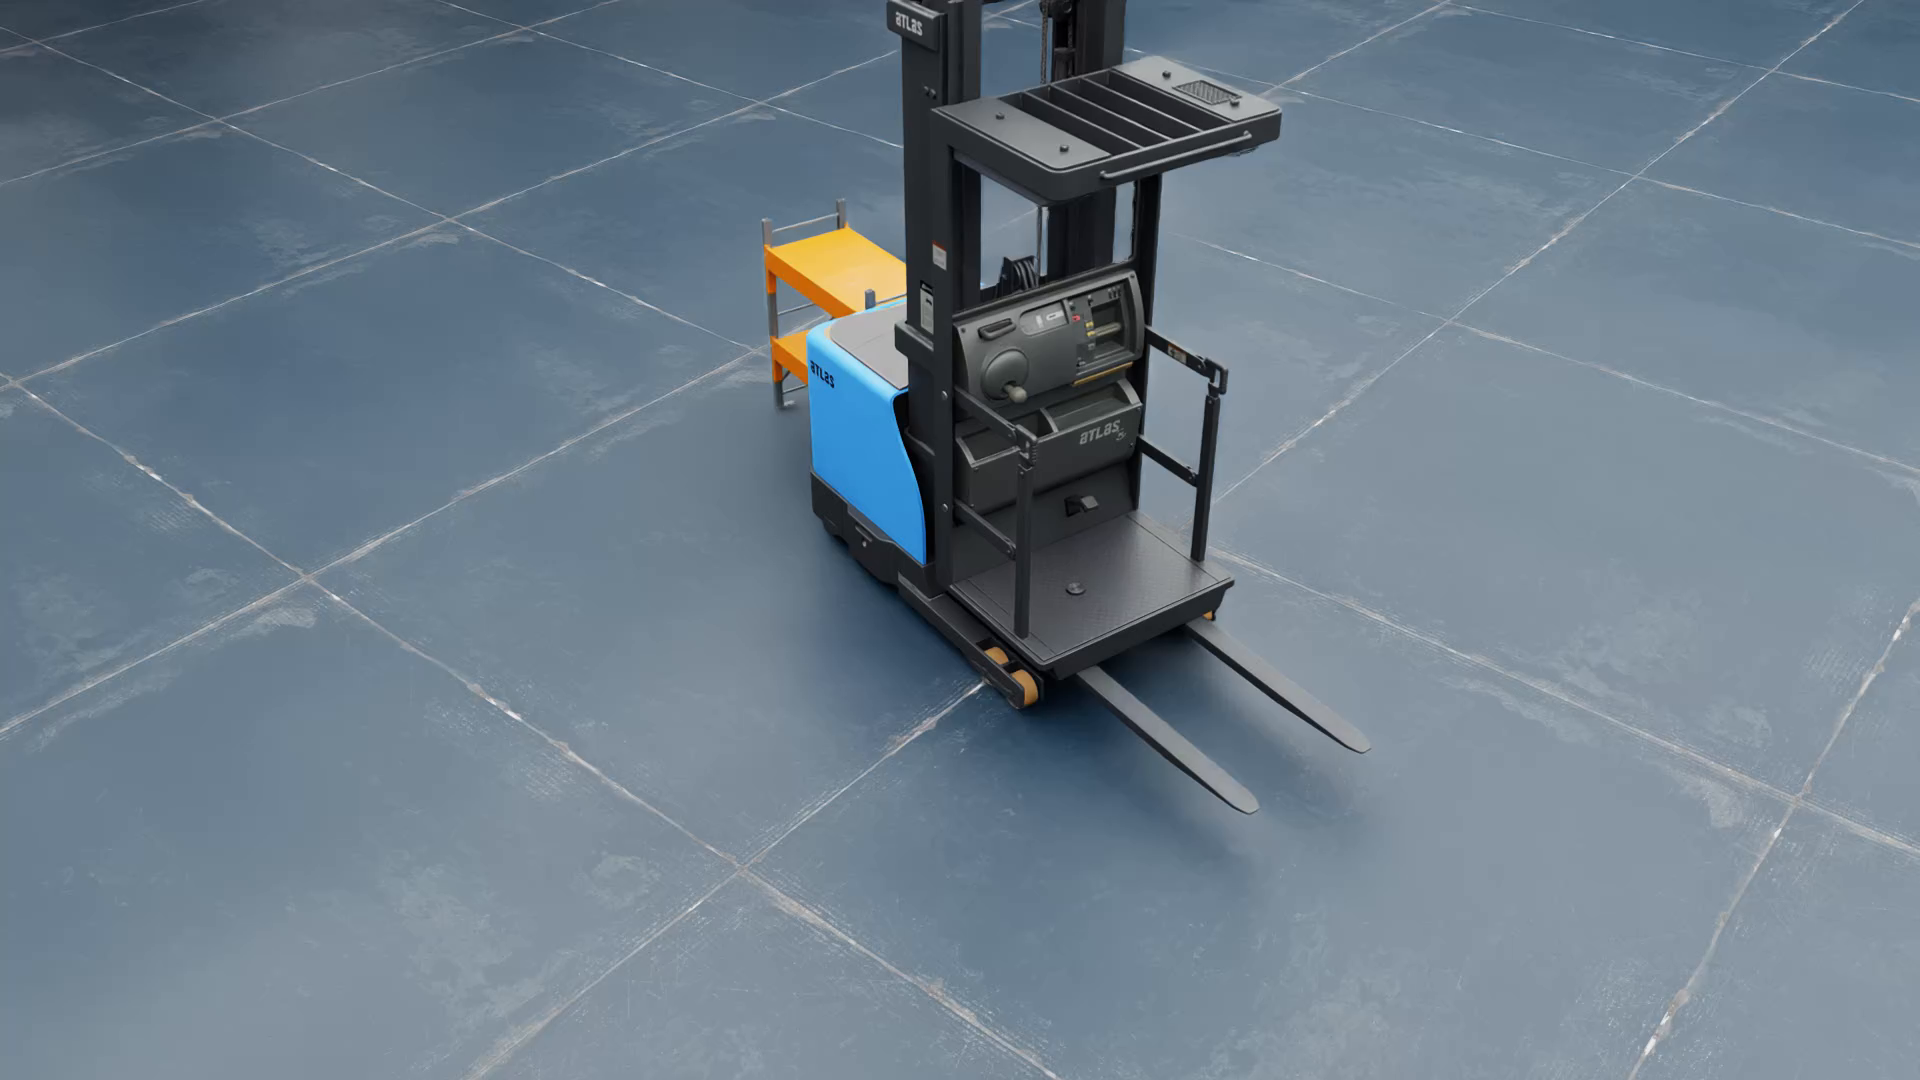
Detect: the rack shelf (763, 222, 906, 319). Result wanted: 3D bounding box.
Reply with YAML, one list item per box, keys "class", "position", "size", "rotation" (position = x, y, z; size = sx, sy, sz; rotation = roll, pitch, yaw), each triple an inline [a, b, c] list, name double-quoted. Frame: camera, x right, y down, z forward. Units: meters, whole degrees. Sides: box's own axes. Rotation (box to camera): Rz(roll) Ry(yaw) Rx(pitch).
- class: "rack shelf"
  position: [-0.537, -1.291, 8.619]
  size: [0.538, 0.278, 1.000]
  rotation: [-21, 40, -28]

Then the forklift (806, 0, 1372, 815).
- class: "forklift"
  position: [0.512, -0.791, 6.813]
  size: [1.130, 2.935, 3.031]
  rotation: [-21, 40, -28]

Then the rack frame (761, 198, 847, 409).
- class: "rack frame"
  position: [-0.827, -1.286, 9.129]
  size: [0.500, 1.125, 0.032]
  rotation: [-21, 40, -28]

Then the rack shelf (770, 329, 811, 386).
- class: "rack shelf"
  position: [-0.537, -0.848, 8.923]
  size: [0.538, 0.278, 1.000]
  rotation: [-21, 40, -28]

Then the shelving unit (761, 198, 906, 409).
- class: "shelving unit"
  position: [-0.537, -1.050, 8.785]
  size: [0.538, 1.125, 1.048]
  rotation: [-21, 40, -28]

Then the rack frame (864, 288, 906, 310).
- class: "rack frame"
  position: [-0.247, -0.813, 8.441]
  size: [0.500, 1.125, 0.032]
  rotation: [-21, 40, -28]
